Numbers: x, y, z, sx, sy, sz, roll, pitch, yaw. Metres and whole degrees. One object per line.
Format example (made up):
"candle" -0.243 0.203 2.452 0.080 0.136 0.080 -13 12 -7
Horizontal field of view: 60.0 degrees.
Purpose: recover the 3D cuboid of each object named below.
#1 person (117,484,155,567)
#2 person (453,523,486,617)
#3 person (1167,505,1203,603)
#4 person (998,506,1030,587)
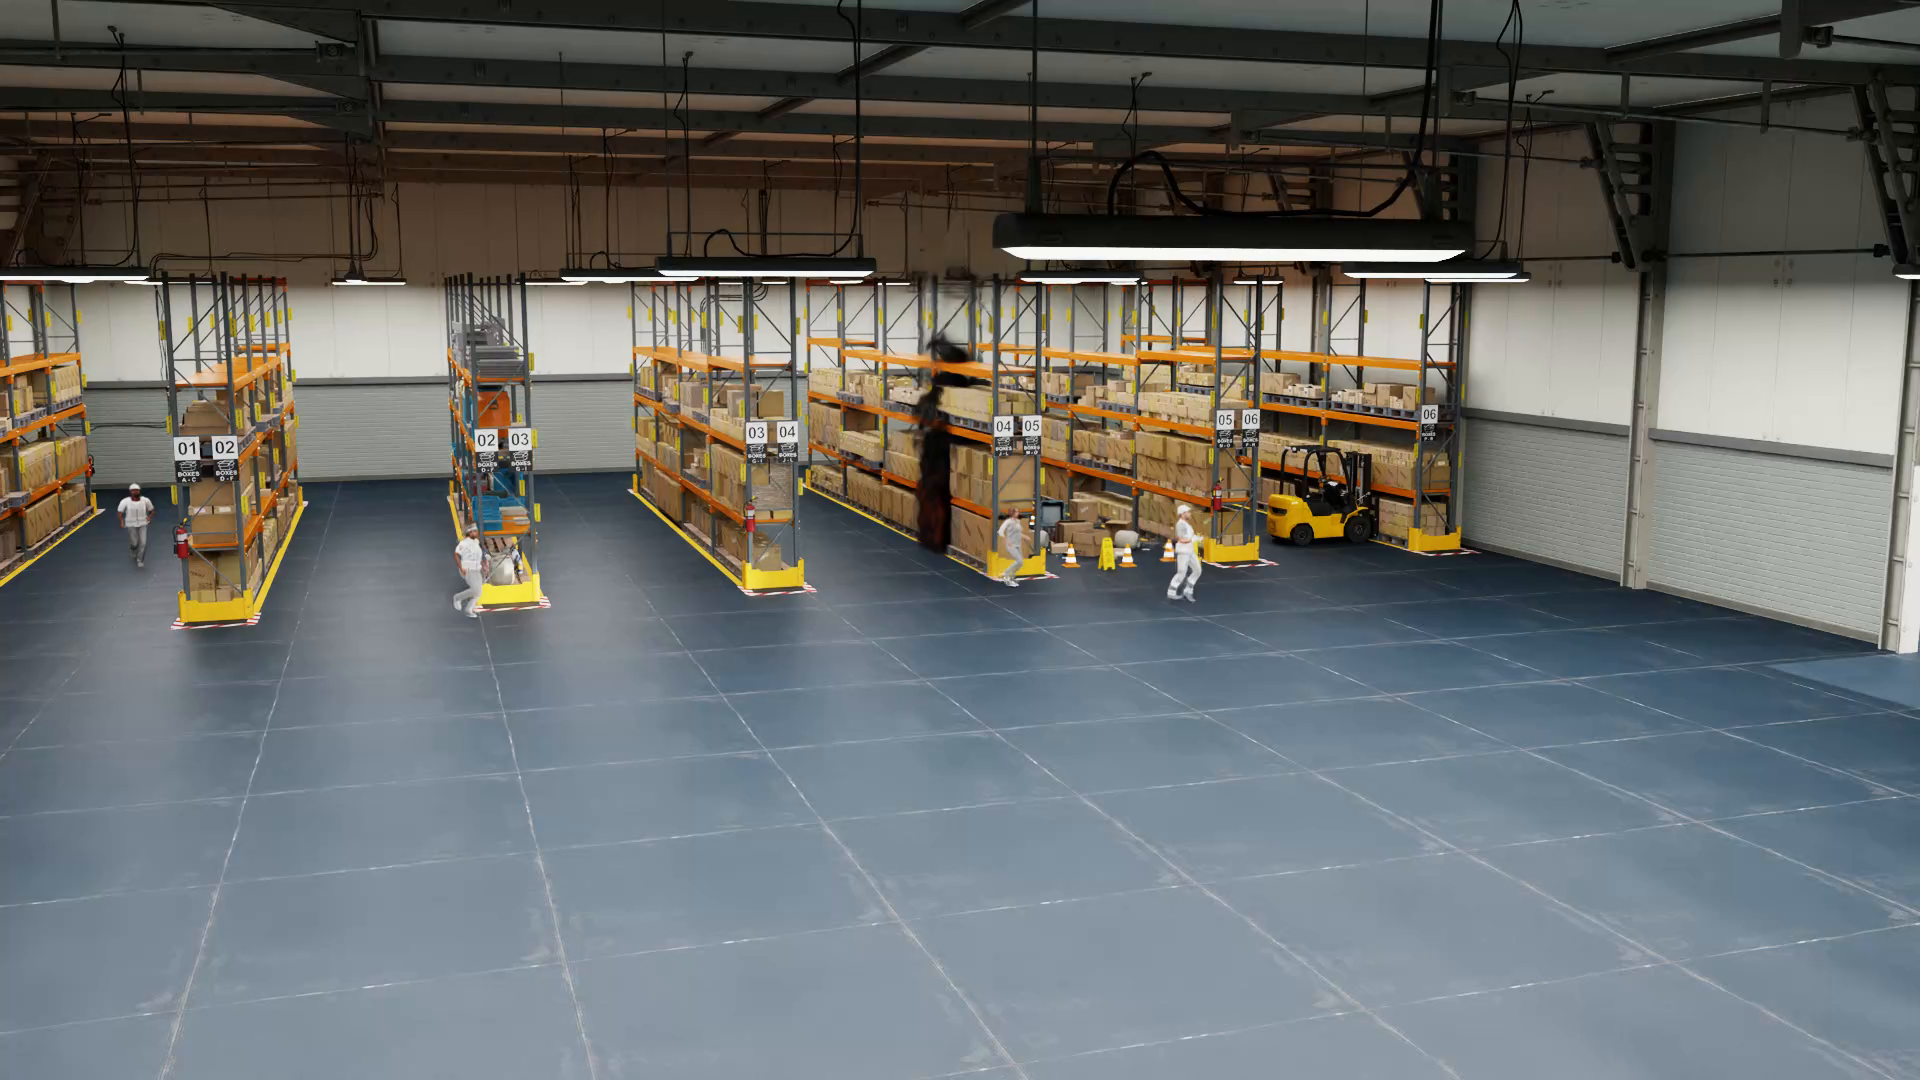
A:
"person" -17.049 -0.310 34.463 0.702 1.721 0.589 -5 10 -32
"person" -8.593 0.517 29.292 0.522 1.621 0.613 4 9 22
"person" 4.150 0.265 30.446 0.694 1.823 0.631 4 10 26
"person" 1.073 0.132 32.042 0.521 1.557 0.549 6 10 34
